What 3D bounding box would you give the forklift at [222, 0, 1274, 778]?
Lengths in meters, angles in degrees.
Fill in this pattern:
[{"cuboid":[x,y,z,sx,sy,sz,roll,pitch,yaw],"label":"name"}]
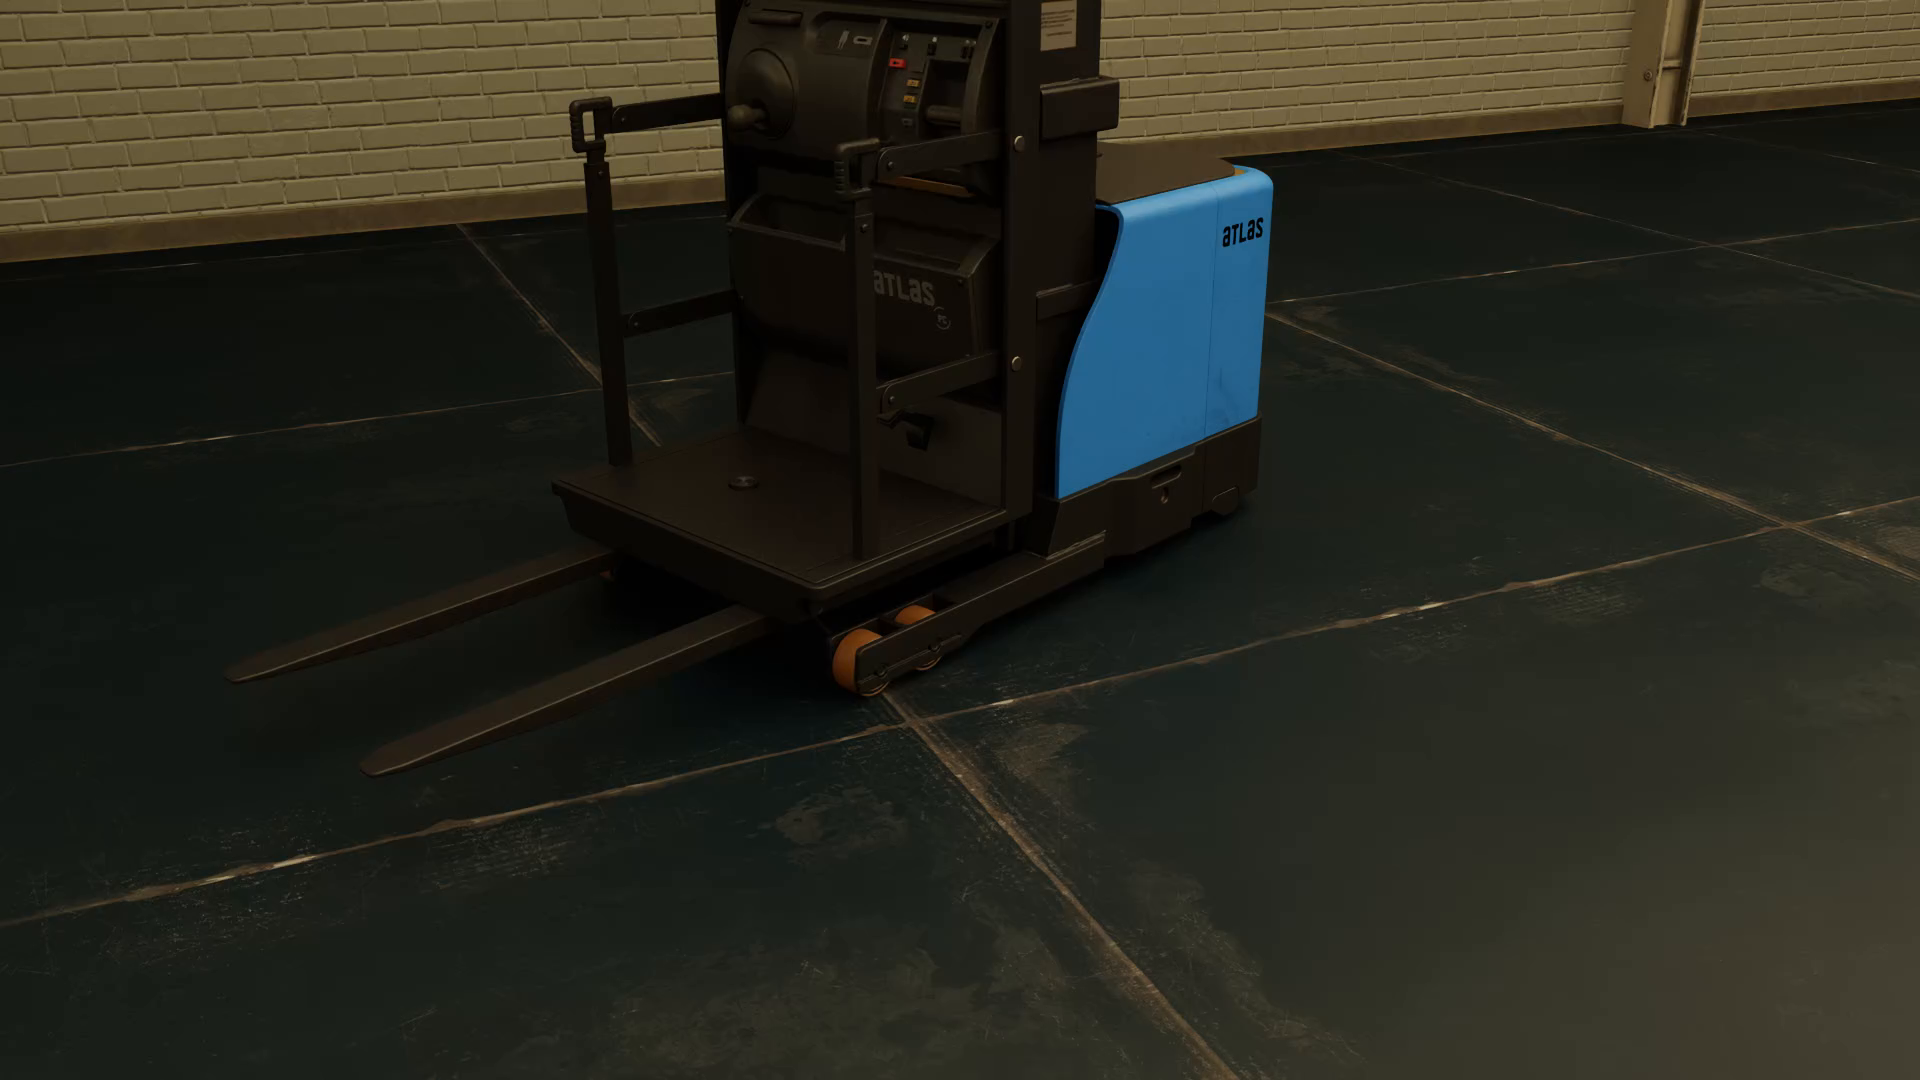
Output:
[{"cuboid":[-0.413,-1.182,4.131,1.130,2.935,3.031,19,29,39],"label":"forklift"}]
